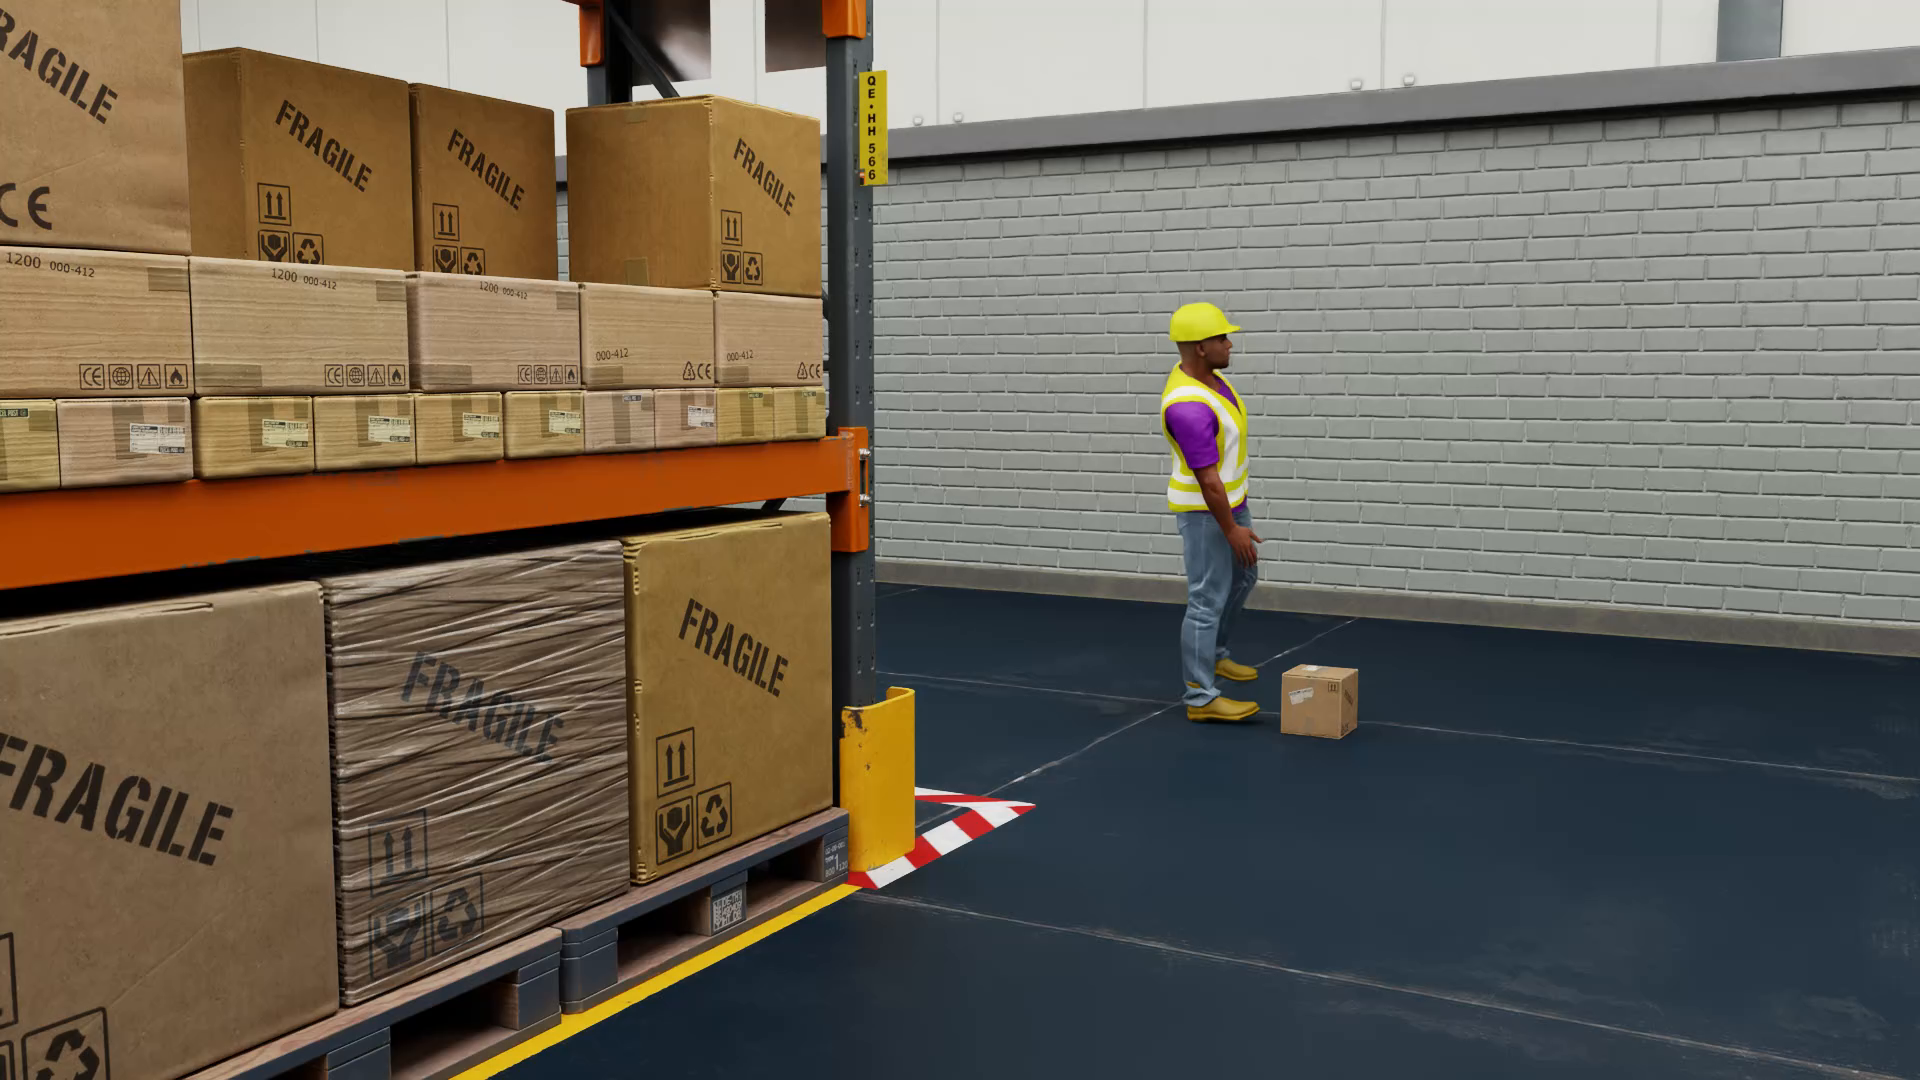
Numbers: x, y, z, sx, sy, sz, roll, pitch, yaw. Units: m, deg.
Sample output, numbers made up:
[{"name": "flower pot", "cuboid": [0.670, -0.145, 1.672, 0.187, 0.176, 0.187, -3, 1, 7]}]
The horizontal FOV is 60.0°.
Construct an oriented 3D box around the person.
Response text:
[{"name": "person", "cuboid": [1.115, -0.115, 7.092, 0.433, 1.761, 0.858, 3, 6, 24]}]
